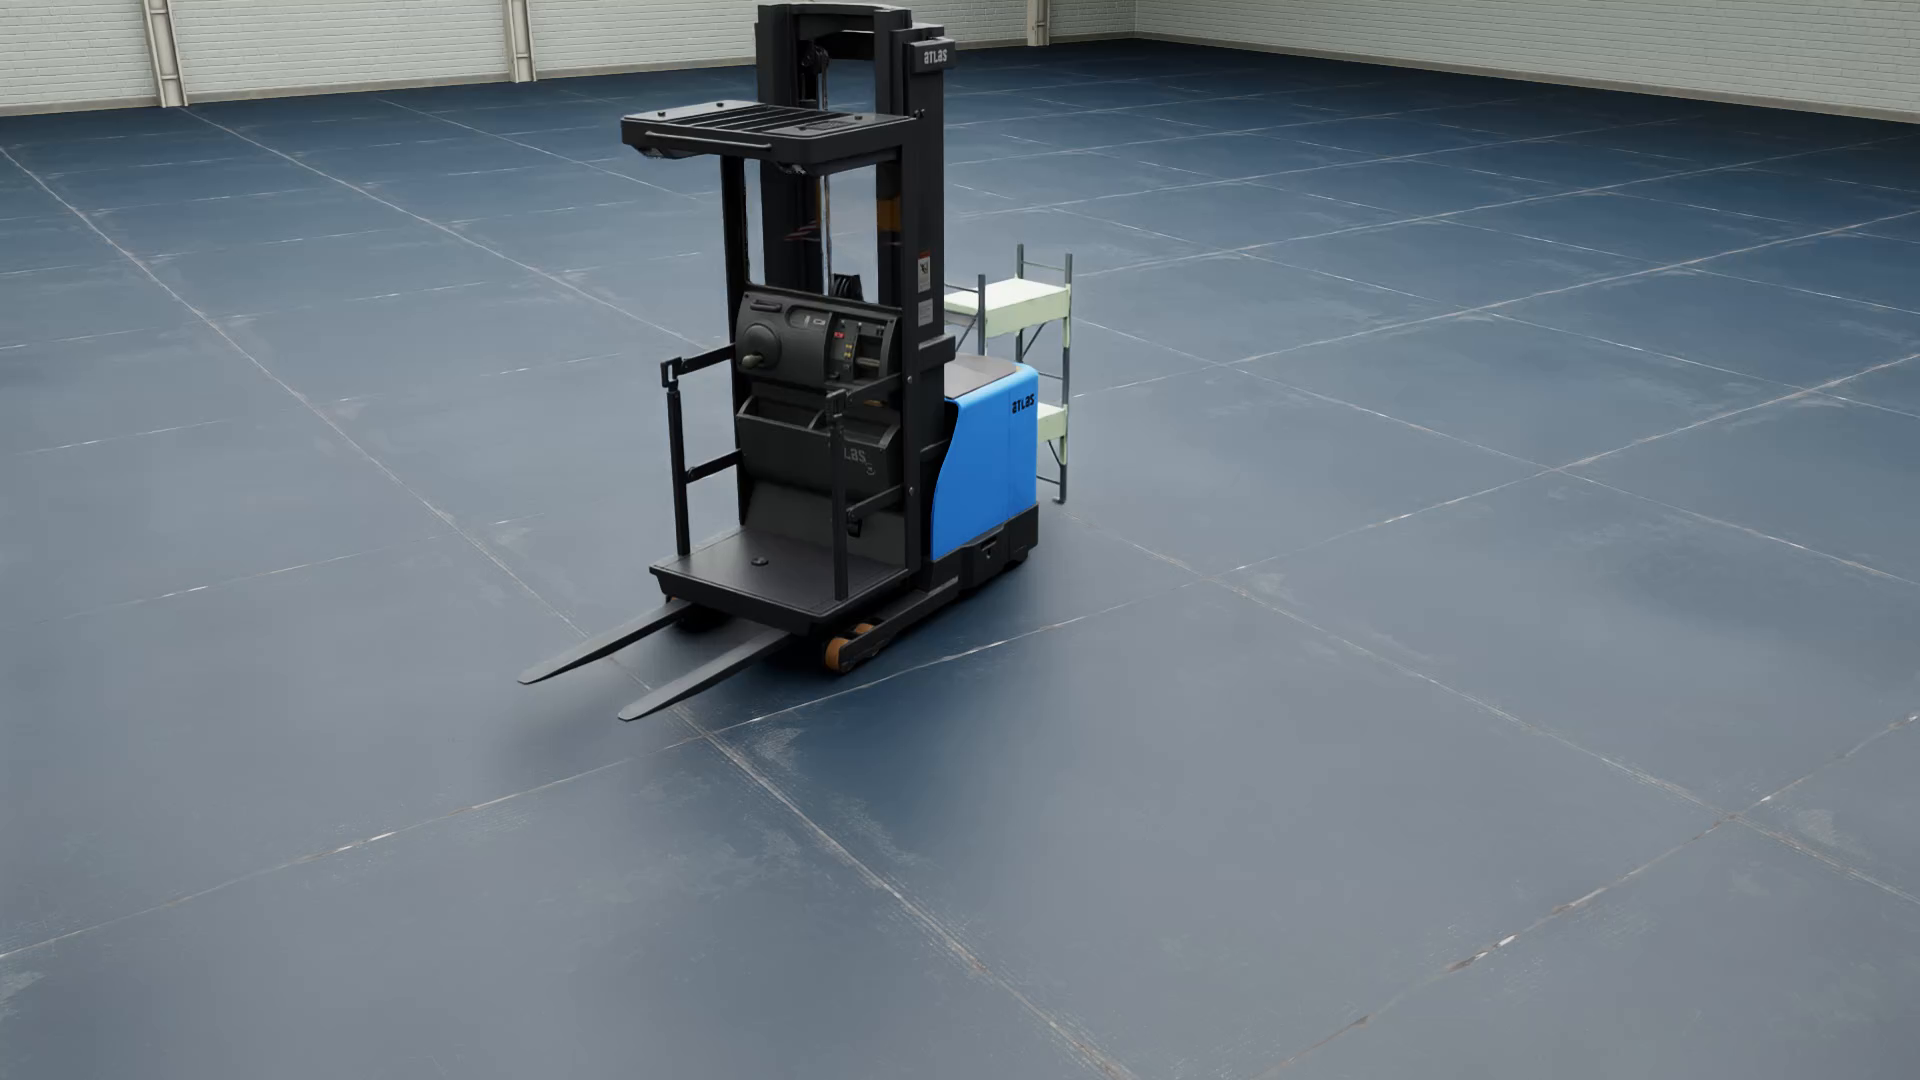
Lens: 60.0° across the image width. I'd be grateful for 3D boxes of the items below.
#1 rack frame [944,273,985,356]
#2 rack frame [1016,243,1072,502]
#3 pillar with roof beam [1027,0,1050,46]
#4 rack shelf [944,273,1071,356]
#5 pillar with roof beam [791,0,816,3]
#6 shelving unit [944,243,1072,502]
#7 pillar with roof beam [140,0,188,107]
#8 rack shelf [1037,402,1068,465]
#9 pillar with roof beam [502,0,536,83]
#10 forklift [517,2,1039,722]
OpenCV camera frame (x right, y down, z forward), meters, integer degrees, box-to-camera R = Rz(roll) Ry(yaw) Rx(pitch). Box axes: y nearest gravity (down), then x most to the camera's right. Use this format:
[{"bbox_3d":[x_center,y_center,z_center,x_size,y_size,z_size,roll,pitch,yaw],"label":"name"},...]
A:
[{"bbox_3d":[-0.017,-0.779,9.326,0.400,1.500,0.023,19,29,40],"label":"rack frame"},{"bbox_3d":[0.485,-0.977,9.821,0.400,1.500,0.023,19,29,40],"label":"rack frame"},{"bbox_3d":[4.248,-13.892,32.068,0.400,9.000,9.100,-15,26,-33],"label":"pillar with roof beam"},{"bbox_3d":[0.234,-1.241,9.429,0.431,0.370,0.720,19,29,40],"label":"rack shelf"},{"bbox_3d":[-0.623,-12.593,28.813,0.400,9.000,9.100,-15,26,-33],"label":"pillar with roof beam"},{"bbox_3d":[0.234,-0.878,9.573,0.431,1.500,0.755,19,29,40],"label":"shelving unit"},{"bbox_3d":[-10.364,-9.996,22.304,0.400,9.000,9.100,-15,26,-33],"label":"pillar with roof beam"},{"bbox_3d":[0.234,-0.575,9.694,0.431,0.370,0.720,19,29,40],"label":"rack shelf"},{"bbox_3d":[-5.493,-11.294,25.559,0.400,9.000,9.100,-15,26,-33],"label":"pillar with roof beam"},{"bbox_3d":[-0.812,-0.936,7.787,1.130,2.935,3.031,14,26,31],"label":"forklift"}]
